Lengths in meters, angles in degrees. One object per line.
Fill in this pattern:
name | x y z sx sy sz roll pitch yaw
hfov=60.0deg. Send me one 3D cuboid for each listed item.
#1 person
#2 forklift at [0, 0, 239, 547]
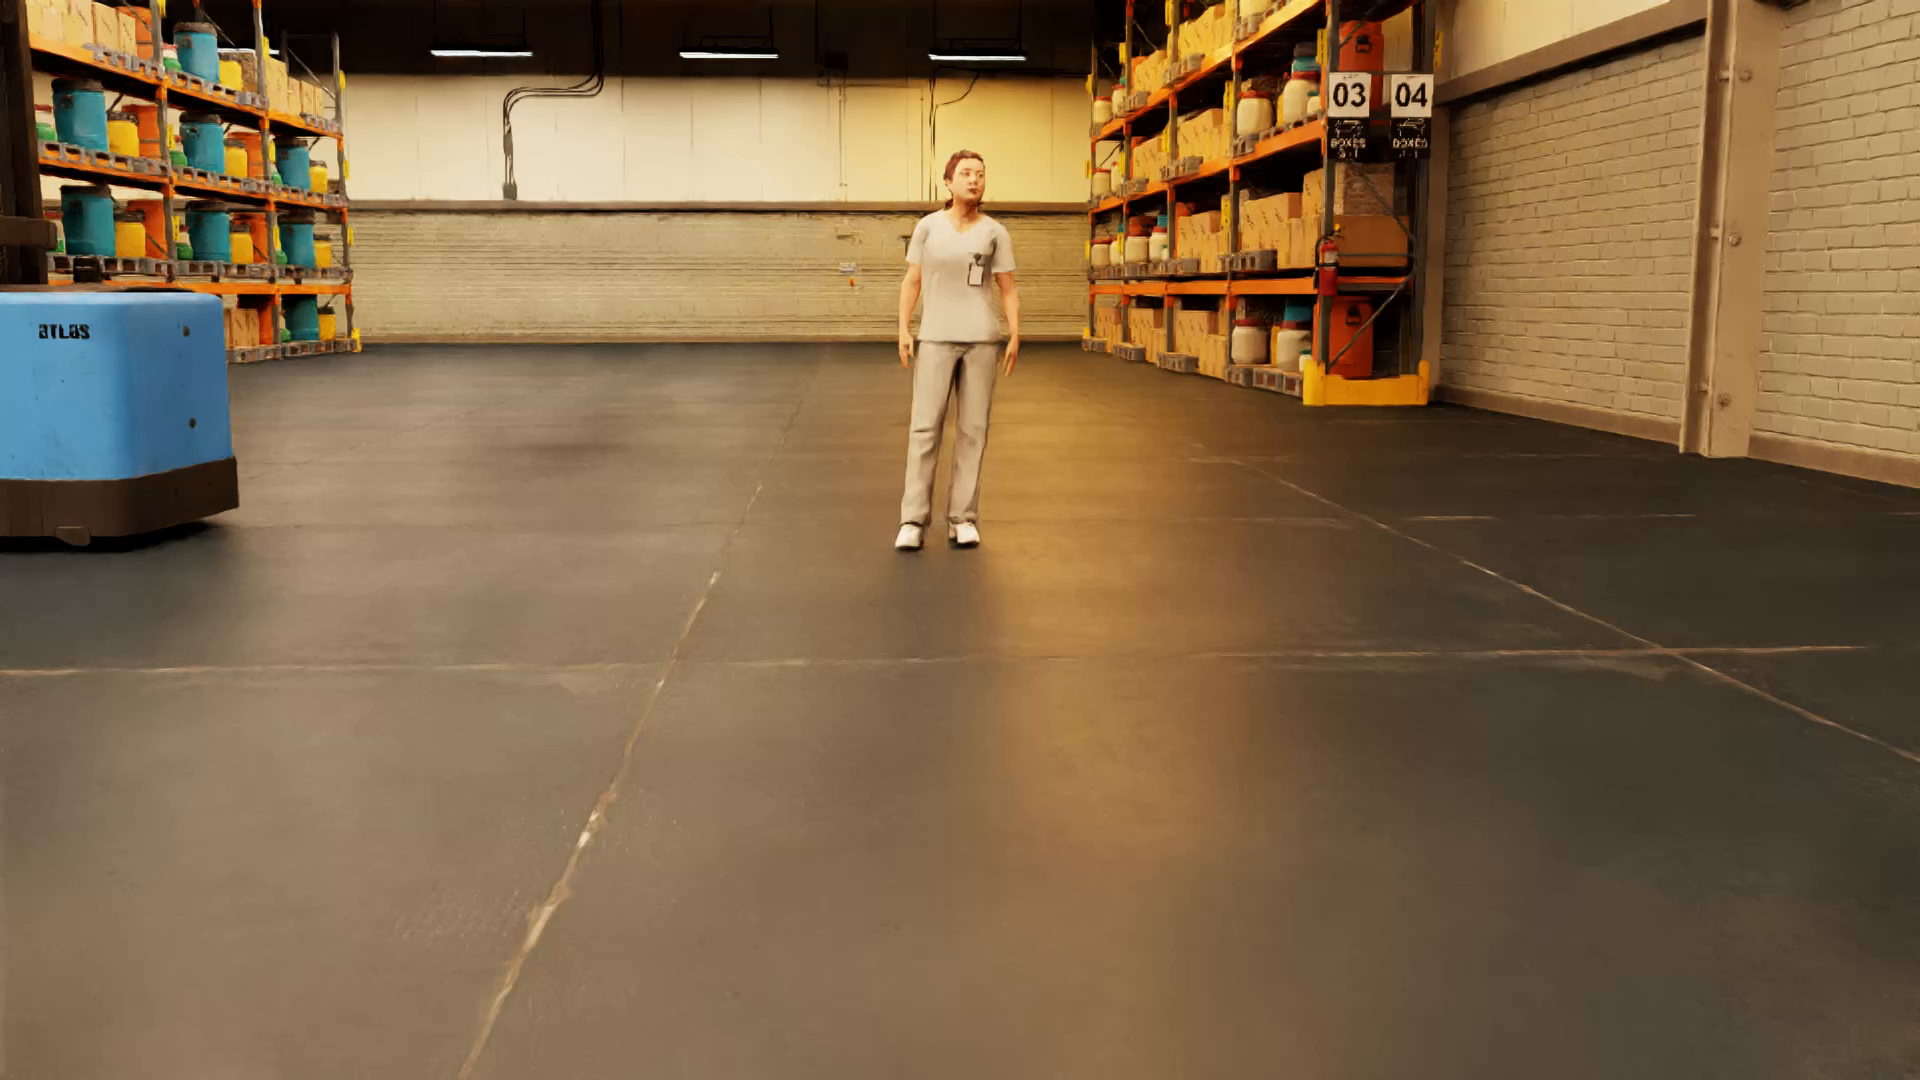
person | -0.009 -0.825 7.112 0.550 1.674 0.548 -1 8 -4
forklift | -4.935 -1.475 7.266 3.031 2.935 1.130 0 8 2
